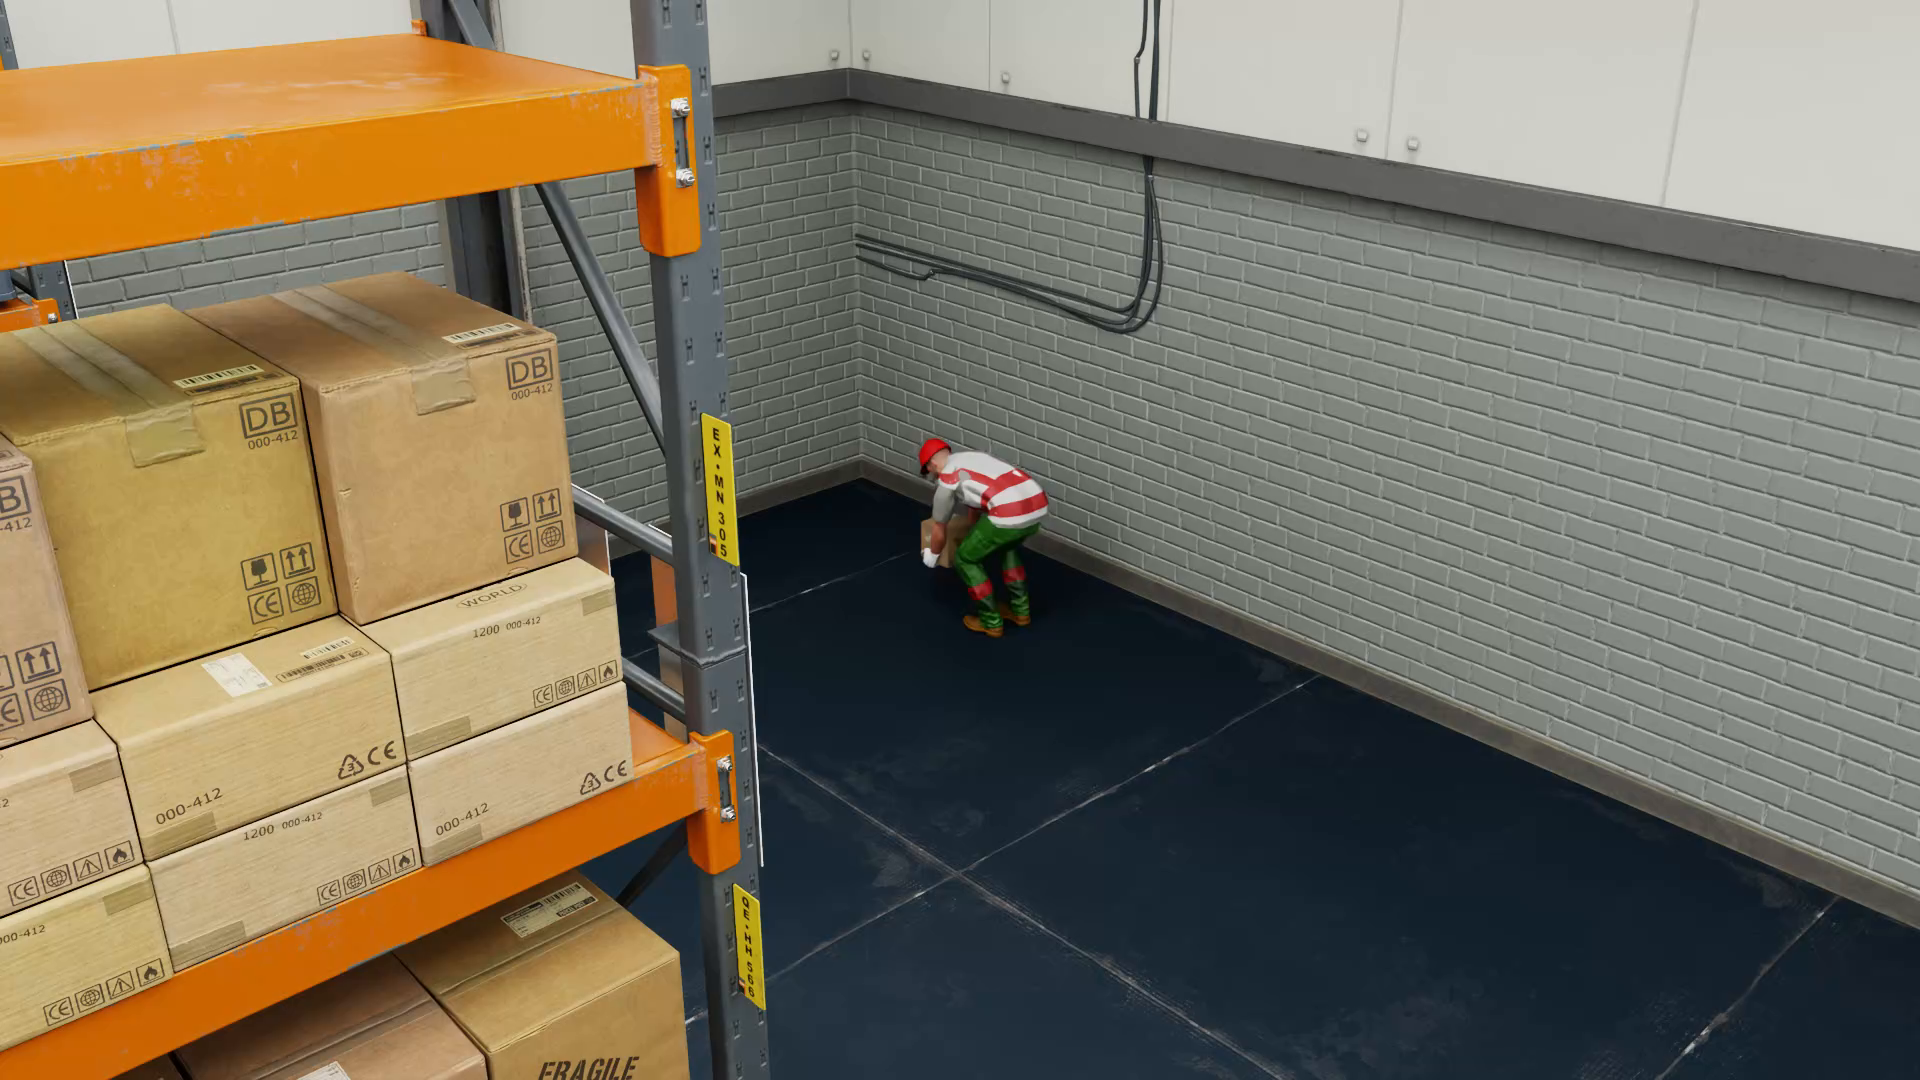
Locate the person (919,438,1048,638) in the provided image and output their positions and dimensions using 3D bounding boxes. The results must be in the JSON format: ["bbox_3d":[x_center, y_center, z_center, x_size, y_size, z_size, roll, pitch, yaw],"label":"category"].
[{"bbox_3d":[0.112,-0.026,10.456,0.954,1.111,0.525,22,32,40],"label":"person"}]
